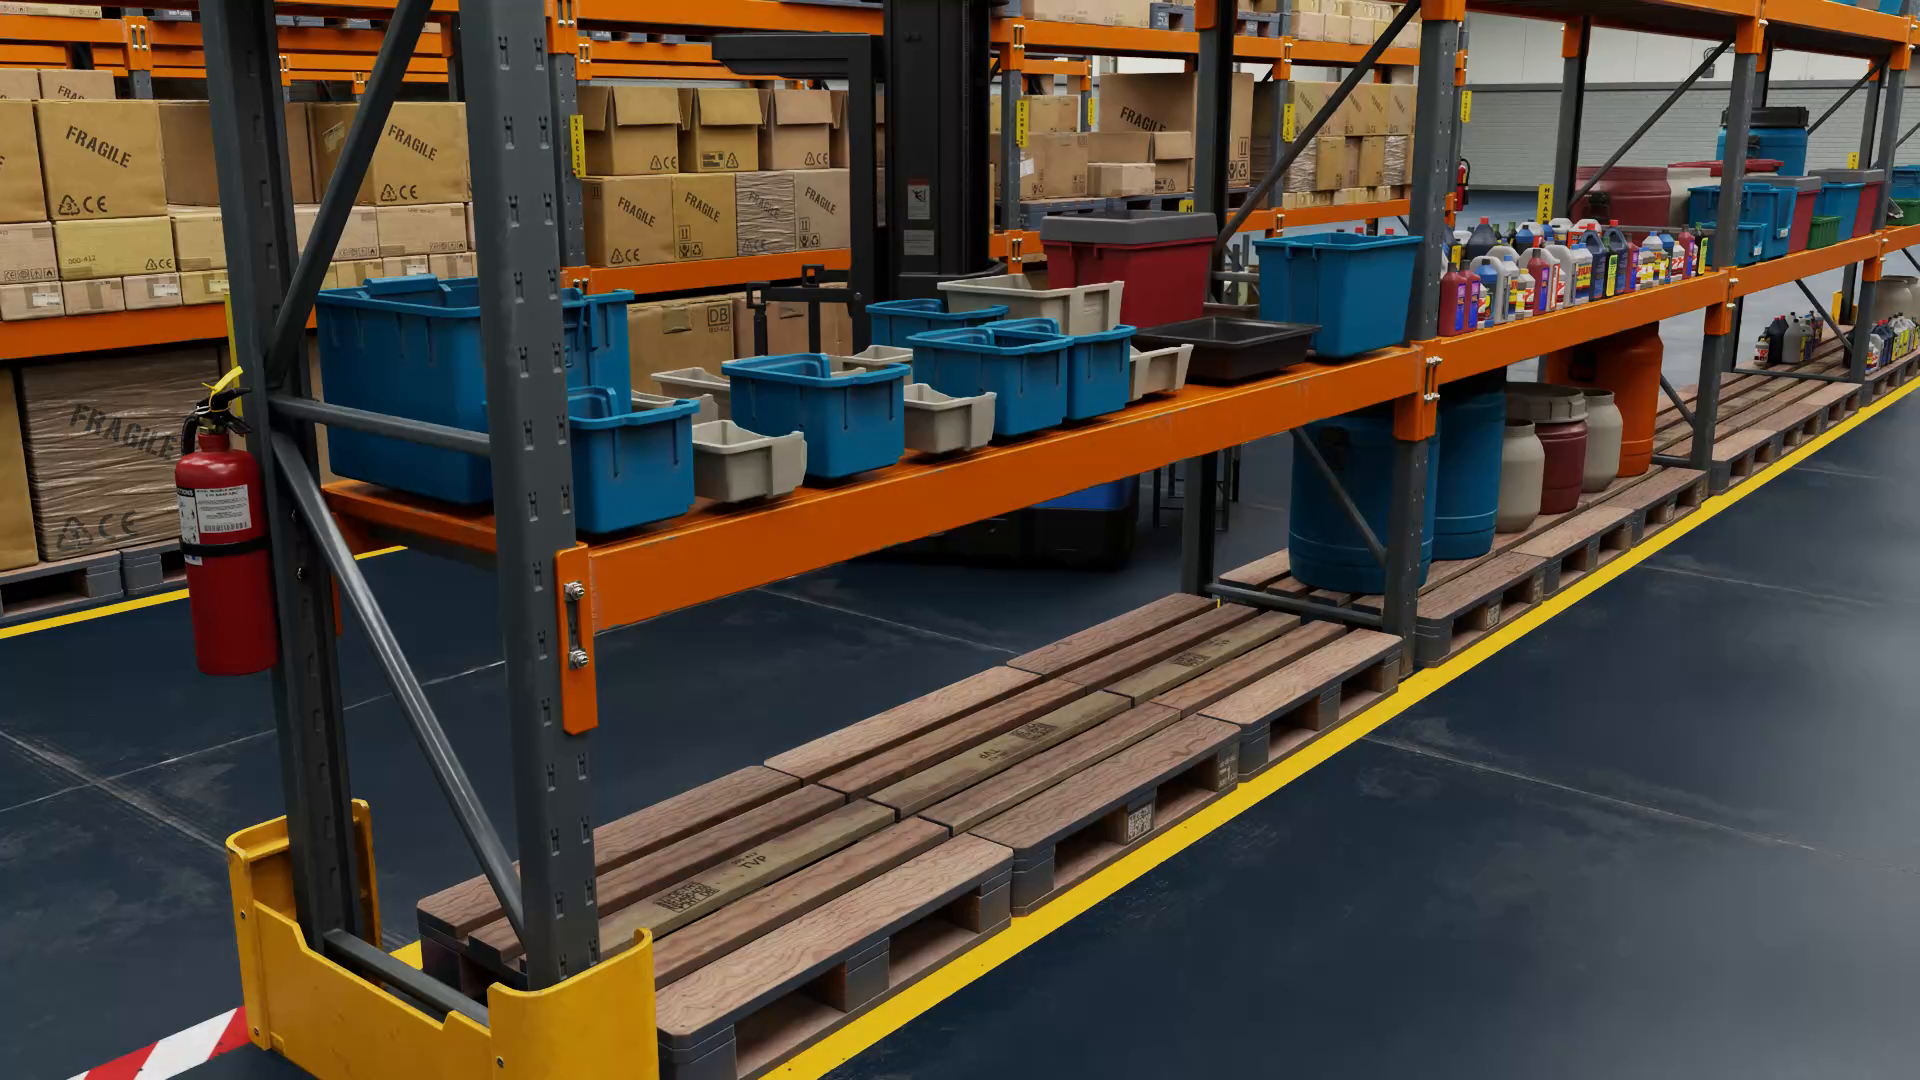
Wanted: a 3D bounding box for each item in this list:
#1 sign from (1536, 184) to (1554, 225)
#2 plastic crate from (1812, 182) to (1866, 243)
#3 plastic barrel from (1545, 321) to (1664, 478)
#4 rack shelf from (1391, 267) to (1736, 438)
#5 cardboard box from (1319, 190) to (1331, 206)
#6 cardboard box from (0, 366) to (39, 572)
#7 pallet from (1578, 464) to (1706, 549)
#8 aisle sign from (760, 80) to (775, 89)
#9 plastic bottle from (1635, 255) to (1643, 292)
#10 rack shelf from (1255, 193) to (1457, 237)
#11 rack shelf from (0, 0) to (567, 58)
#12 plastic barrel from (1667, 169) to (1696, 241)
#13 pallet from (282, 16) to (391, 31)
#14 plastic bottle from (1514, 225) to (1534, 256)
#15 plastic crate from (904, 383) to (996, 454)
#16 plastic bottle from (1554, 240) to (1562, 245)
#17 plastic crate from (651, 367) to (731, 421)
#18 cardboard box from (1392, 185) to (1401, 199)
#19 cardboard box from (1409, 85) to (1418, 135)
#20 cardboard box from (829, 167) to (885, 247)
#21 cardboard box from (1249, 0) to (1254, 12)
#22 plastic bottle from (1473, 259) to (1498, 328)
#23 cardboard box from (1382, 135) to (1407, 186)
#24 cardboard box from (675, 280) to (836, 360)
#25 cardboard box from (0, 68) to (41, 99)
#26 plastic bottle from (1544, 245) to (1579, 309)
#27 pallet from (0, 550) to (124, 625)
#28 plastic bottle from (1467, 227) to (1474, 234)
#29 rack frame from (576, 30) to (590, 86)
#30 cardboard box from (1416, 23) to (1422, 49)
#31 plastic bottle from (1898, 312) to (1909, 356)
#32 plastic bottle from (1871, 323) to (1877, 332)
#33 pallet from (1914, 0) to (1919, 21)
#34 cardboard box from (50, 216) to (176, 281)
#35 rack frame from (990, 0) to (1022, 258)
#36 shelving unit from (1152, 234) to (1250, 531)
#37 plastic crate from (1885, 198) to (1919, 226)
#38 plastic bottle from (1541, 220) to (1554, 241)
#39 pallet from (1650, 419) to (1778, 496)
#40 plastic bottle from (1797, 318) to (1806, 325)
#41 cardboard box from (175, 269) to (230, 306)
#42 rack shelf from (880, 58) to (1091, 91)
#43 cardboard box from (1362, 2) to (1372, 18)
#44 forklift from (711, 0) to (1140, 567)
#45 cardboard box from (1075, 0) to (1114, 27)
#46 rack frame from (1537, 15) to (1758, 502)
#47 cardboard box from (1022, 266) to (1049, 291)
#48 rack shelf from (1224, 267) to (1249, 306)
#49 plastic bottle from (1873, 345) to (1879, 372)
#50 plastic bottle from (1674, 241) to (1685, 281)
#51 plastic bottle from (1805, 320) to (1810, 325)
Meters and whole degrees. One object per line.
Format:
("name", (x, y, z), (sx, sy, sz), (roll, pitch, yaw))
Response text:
("sign", (3.435, -1.918, 9.751), (0.100, 0.325, 0.005), (11, 18, 38))
("plastic crate", (5.930, -2.254, 11.437), (0.392, 0.384, 0.575), (11, 18, 38))
("plastic barrel", (3.573, -0.811, 9.277), (0.600, 0.830, 0.708), (11, 18, 38))
("rack shelf", (2.610, -1.024, 8.022), (1.077, 0.370, 4.000), (11, 18, 38))
("cardboard box", (3.351, -3.308, 16.064), (0.380, 0.149, 0.250), (11, 18, 38))
("cardboard box", (-4.673, -0.299, 7.169), (0.875, 0.875, 0.875), (11, 18, 38))
("pallet", (3.404, -0.247, 9.165), (1.003, 0.211, 1.213), (11, 18, 38))
("aisle sign", (-2.867, -6.907, 24.441), (0.394, 0.787, 0.004), (11, 18, 38))
("plastic bottle", (3.285, -1.322, 8.137), (0.097, 0.201, 0.097), (0, 14, 0))
("rack shelf", (3.786, -3.322, 17.070), (1.077, 0.370, 4.000), (11, 18, 38))
("rack shelf", (-3.756, -2.478, 7.654), (1.077, 0.370, 4.000), (11, 18, 38))
("plastic barrel", (4.348, -2.040, 10.333), (0.421, 0.512, 0.421), (0, 14, 0))
("pallet", (-5.173, -4.206, 13.378), (1.213, 0.211, 1.003), (11, 18, 38))
("plastic bottle", (3.006, -1.544, 8.871), (0.097, 0.271, 0.097), (0, 14, 0))
("plastic crate", (-0.057, -0.300, 4.124), (0.250, 0.136, 0.298), (11, 18, 38))
("plastic bottle", (2.773, -1.256, 7.737), (0.097, 0.271, 0.097), (0, 14, 0))
("plastic crate", (-0.596, -0.362, 4.370), (0.396, 0.136, 0.243), (11, 18, 38))
("cardboard box", (4.391, -3.655, 17.429), (0.380, 0.149, 0.250), (11, 18, 38))
("cardboard box", (4.580, -4.491, 17.371), (0.500, 0.500, 0.500), (11, 18, 38))
("cardboard box", (-0.744, -2.243, 11.157), (0.500, 0.500, 0.500), (11, 18, 36))
("cardboard box", (2.509, -4.969, 15.495), (0.380, 0.149, 0.250), (12, 19, 39))
("plastic bottle", (2.119, -1.000, 6.730), (0.097, 0.271, 0.097), (0, 14, 0))
("cardboard box", (4.107, -3.942, 17.242), (0.875, 0.500, 0.500), (11, 18, 38))
("cardboard box", (-1.551, -1.227, 10.822), (1.225, 0.875, 0.875), (10, 18, 36))
("cardboard box", (-6.699, -2.988, 11.456), (0.500, 0.500, 0.500), (11, 18, 36))
("plastic bottle", (2.668, -1.181, 7.431), (0.152, 0.276, 0.135), (11, 18, 38))
("pallet", (-4.571, 0.196, 7.421), (1.003, 0.211, 1.213), (11, 18, 38))
("plastic bottle", (2.582, -1.452, 8.483), (0.061, 0.283, 0.133), (11, 18, 38))
("rack frame", (-3.779, -3.309, 15.556), (1.000, 3.000, 0.127), (11, 18, 38))
("cardboard box", (4.626, -5.207, 17.242), (0.500, 0.250, 0.500), (11, 18, 38))
("plastic bottle", (7.714, -1.694, 13.687), (0.144, 0.351, 0.185), (12, 19, 40))
("plastic bottle", (7.466, -1.641, 13.628), (0.152, 0.276, 0.135), (11, 18, 38))
("pallet", (6.759, -4.037, 12.714), (1.213, 0.211, 1.003), (11, 18, 38))
("cardboard box", (-3.861, -1.308, 7.379), (0.500, 0.250, 0.500), (11, 18, 36))
("rack frame", (0.015, -2.522, 12.458), (1.000, 3.000, 0.127), (11, 18, 38))
("shelving unit", (1.311, -0.875, 9.021), (0.431, 1.500, 0.755), (3, 15, 13))
("plastic crate", (7.454, -2.635, 13.334), (0.450, 0.188, 0.662), (11, 18, 38))
("plastic bottle", (3.250, -1.642, 9.257), (0.097, 0.271, 0.097), (0, 14, 0))
("pallet", (4.385, -0.546, 10.345), (1.003, 0.211, 1.213), (11, 18, 38))
("plastic bottle", (6.991, -1.712, 13.907), (0.152, 0.276, 0.135), (12, 18, 39))
("cardboard box", (-3.568, -1.180, 7.685), (0.380, 0.149, 0.250), (11, 18, 36))
("rack shelf", (-0.008, -5.563, 19.798), (1.077, 0.370, 4.000), (11, 18, 38))
("cardboard box", (3.763, -5.132, 16.137), (0.380, 0.149, 0.250), (11, 18, 36))
("forklift", (-0.614, -1.448, 8.370), (3.031, 2.935, 1.130), (3, 14, 10))
("cardboard box", (0.831, -4.052, 12.693), (0.500, 0.250, 0.500), (12, 18, 39))
("rack frame", (3.867, -1.755, 9.441), (1.000, 3.000, 0.127), (11, 18, 38))
("cardboard box", (0.413, -2.020, 13.143), (0.500, 0.250, 0.500), (12, 19, 40))
("rack shelf", (1.311, -1.253, 8.925), (0.431, 0.370, 0.720), (3, 15, 13))
("plastic bottle", (7.051, -1.411, 12.873), (0.097, 0.201, 0.097), (0, 14, 0))
("plastic bottle", (3.713, -1.452, 8.651), (0.097, 0.201, 0.097), (0, 14, 0))
("plastic bottle", (6.982, -1.674, 13.743), (0.061, 0.283, 0.133), (11, 18, 38))
